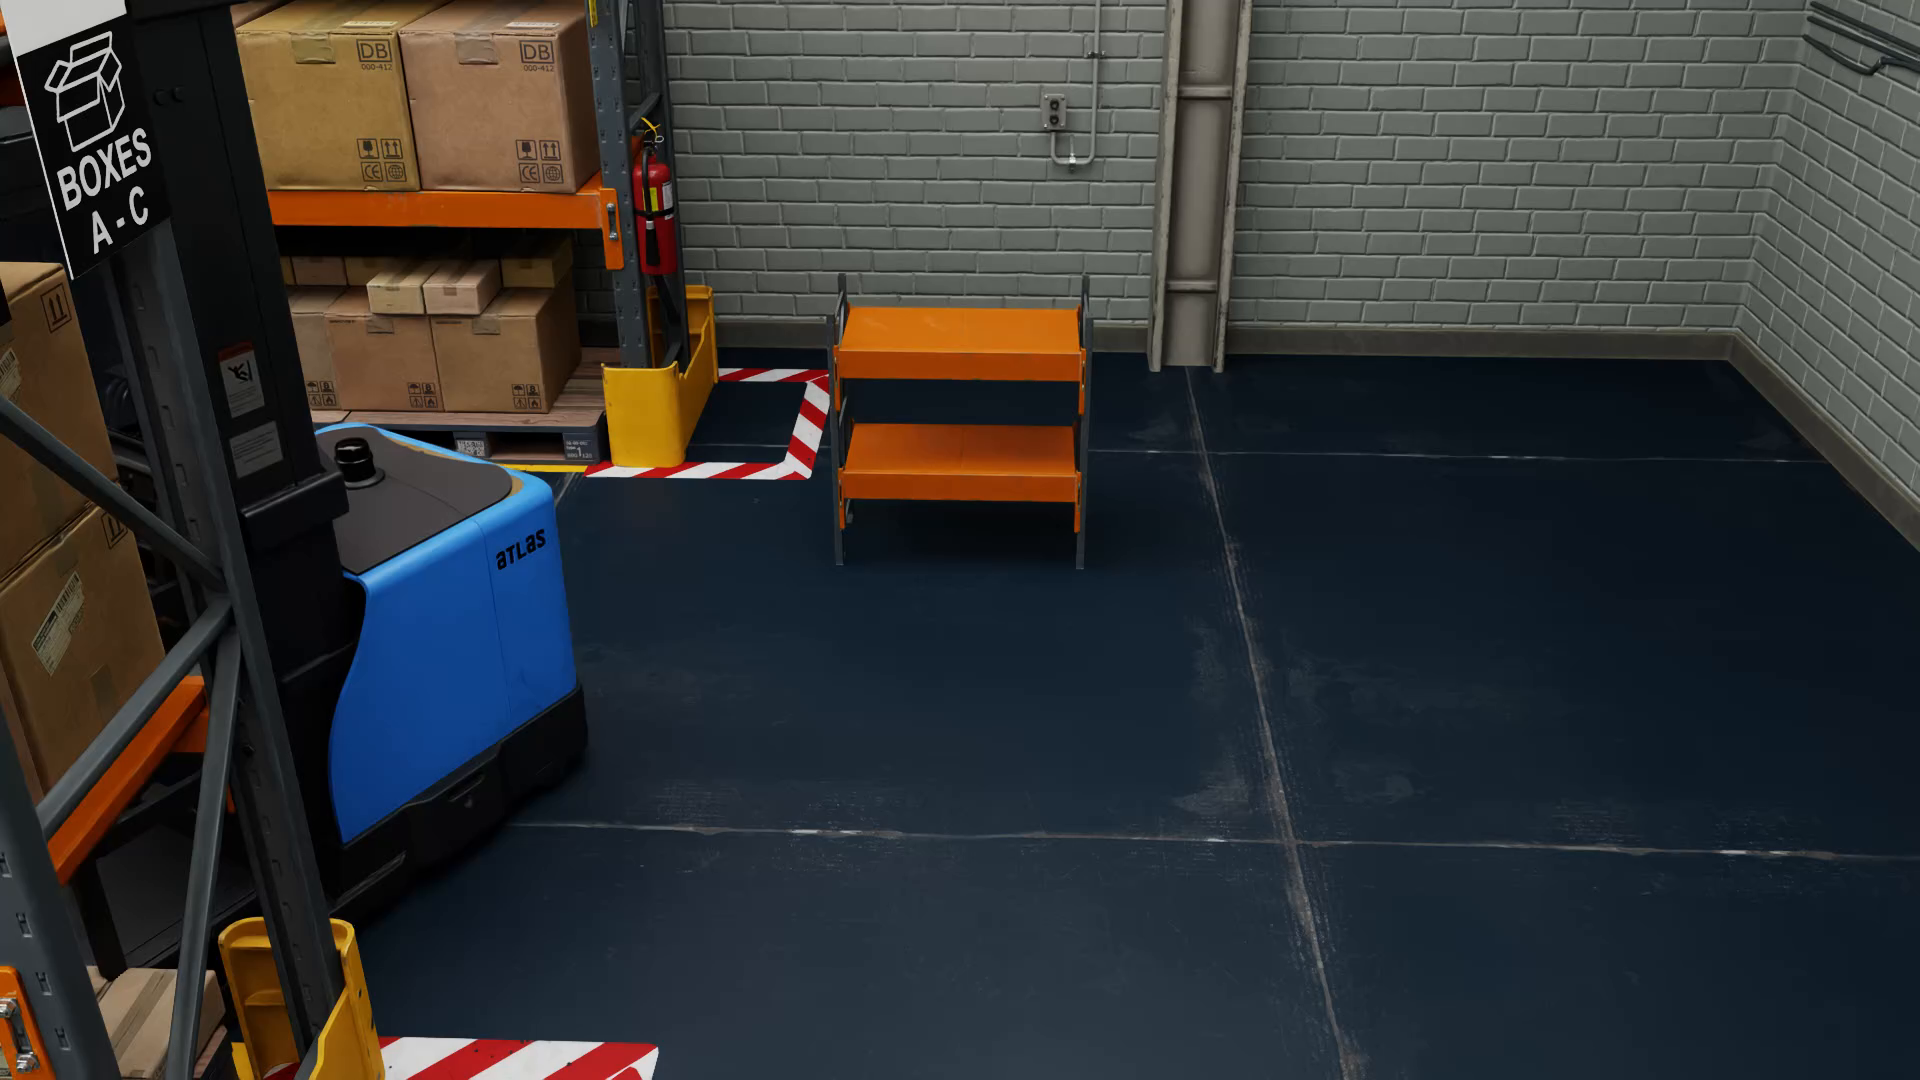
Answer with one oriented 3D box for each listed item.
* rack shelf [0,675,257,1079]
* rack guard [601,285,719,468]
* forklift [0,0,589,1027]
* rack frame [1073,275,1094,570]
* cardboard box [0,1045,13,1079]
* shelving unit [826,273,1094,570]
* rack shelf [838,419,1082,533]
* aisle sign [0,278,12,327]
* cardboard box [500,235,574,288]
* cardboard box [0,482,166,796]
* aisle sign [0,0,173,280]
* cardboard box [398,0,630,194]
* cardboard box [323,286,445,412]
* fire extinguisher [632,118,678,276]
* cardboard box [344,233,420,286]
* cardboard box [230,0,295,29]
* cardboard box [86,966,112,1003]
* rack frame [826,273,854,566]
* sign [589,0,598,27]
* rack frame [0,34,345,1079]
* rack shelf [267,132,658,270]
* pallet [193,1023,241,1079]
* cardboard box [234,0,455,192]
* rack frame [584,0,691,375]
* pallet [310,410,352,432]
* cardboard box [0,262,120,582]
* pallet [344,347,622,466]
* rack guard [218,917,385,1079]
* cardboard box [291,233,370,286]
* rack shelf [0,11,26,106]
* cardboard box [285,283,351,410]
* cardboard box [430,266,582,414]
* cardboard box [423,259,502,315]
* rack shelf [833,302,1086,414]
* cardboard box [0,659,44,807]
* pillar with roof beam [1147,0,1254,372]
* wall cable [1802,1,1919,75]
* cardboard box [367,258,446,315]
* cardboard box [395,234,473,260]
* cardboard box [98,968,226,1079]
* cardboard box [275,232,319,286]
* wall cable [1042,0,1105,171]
[{"bbox_3d":[-3.670,0.660,3.570,4.000,0.370,1.077,1,28,2],"label":"rack shelf"},{"bbox_3d":[-1.476,-0.838,8.298,0.348,0.500,1.175,1,28,2],"label":"rack guard"},{"bbox_3d":[-2.488,-0.067,4.247,1.130,2.935,3.031,16,32,27],"label":"forklift"},{"bbox_3d":[0.515,-0.488,6.970,0.032,1.125,0.500,1,28,2],"label":"rack frame"},{"bbox_3d":[-2.223,1.392,3.621,0.500,0.500,0.500,1,28,2],"label":"cardboard box"},{"bbox_3d":[0.007,-0.497,6.986,1.048,1.125,0.538,1,28,2],"label":"shelving unit"},{"bbox_3d":[0.007,-0.281,7.101,1.000,0.278,0.538,1,28,2],"label":"rack shelf"},{"bbox_3d":[-1.614,-0.629,2.458,0.004,0.787,0.394,1,28,2],"label":"aisle sign"},{"bbox_3d":[-2.071,-1.367,8.155,0.250,0.149,0.380,1,28,2],"label":"cardboard box"},{"bbox_3d":[-2.105,0.201,3.562,0.500,0.500,0.500,2,28,3],"label":"cardboard box"},{"bbox_3d":[-1.593,-0.909,2.987,0.004,0.787,0.394,1,28,2],"label":"aisle sign"},{"bbox_3d":[-2.010,-2.080,7.650,0.700,0.700,0.980,2,28,4],"label":"cardboard box"},{"bbox_3d":[-2.703,-0.997,8.149,0.500,0.500,0.700,1,28,2],"label":"cardboard box"},{"bbox_3d":[-1.366,-1.526,7.407,0.183,0.674,0.296,1,28,2],"label":"fire extinguisher"},{"bbox_3d":[-2.828,-1.380,8.178,0.250,0.149,0.380,1,28,2],"label":"cardboard box"},{"bbox_3d":[-3.499,-2.103,7.695,0.700,0.700,0.980,0,28,-1],"label":"cardboard box"},{"bbox_3d":[-2.328,1.261,4.224,0.250,0.166,0.380,1,28,2],"label":"cardboard box"},{"bbox_3d":[-0.501,-0.505,7.002,0.032,1.125,0.500,1,28,2],"label":"rack frame"},{"bbox_3d":[-1.533,-2.306,6.908,0.005,0.325,0.100,1,28,2],"label":"sign"},{"bbox_3d":[-1.671,0.374,3.342,0.053,2.616,0.949,1,28,2],"label":"rack frame"},{"bbox_3d":[-3.499,-1.659,7.944,4.000,0.370,1.077,1,28,2],"label":"rack shelf"},{"bbox_3d":[-2.544,1.594,4.019,1.213,0.211,1.003,1,28,2],"label":"pallet"},{"bbox_3d":[-2.738,-2.086,7.663,0.700,0.700,0.980,1,28,1],"label":"cardboard box"},{"bbox_3d":[-1.500,-1.943,7.713,0.127,3.000,1.000,1,28,2],"label":"rack frame"},{"bbox_3d":[-3.518,-0.709,8.363,1.213,0.211,1.003,1,28,2],"label":"pallet"},{"bbox_3d":[-2.105,-0.241,3.328,0.500,0.500,0.500,2,28,3],"label":"cardboard box"},{"bbox_3d":[-2.302,-0.688,8.322,1.213,0.211,1.003,1,28,2],"label":"pallet"},{"bbox_3d":[-1.747,1.479,3.927,0.348,0.500,1.175,1,28,2],"label":"rack guard"},{"bbox_3d":[-3.082,-1.384,8.185,0.250,0.149,0.380,1,28,3],"label":"cardboard box"},{"bbox_3d":[-3.670,-0.665,2.867,4.000,0.370,1.077,1,28,2],"label":"rack shelf"},{"bbox_3d":[-3.206,-1.005,8.165,0.500,0.500,0.700,0,28,0],"label":"cardboard box"},{"bbox_3d":[-2.203,-0.989,8.134,0.500,0.500,0.700,1,28,2],"label":"cardboard box"},{"bbox_3d":[-2.338,-1.193,7.825,0.250,0.149,0.380,1,28,1],"label":"cardboard box"},{"bbox_3d":[0.007,-0.755,6.849,1.000,0.278,0.538,1,28,2],"label":"rack shelf"},{"bbox_3d":[-2.129,0.451,3.089,0.500,0.500,0.500,2,28,3],"label":"cardboard box"},{"bbox_3d":[1.077,-2.939,3.187,0.400,9.000,9.100,1,28,2],"label":"pillar with roof beam"},{"bbox_3d":[4.140,-2.961,6.544,0.112,2.526,3.097,1,28,2],"label":"wall cable"},{"bbox_3d":[-2.594,-1.197,7.832,0.250,0.149,0.380,2,28,3],"label":"cardboard box"},{"bbox_3d":[-2.578,-1.375,8.170,0.250,0.149,0.380,1,28,2],"label":"cardboard box"},{"bbox_3d":[-2.078,1.273,4.220,0.250,0.149,0.380,1,28,2],"label":"cardboard box"},{"bbox_3d":[-3.338,-1.387,8.193,0.250,0.149,0.380,1,28,2],"label":"cardboard box"},{"bbox_3d":[-0.187,-2.814,8.271,1.851,1.984,0.084,1,28,2],"label":"wall cable"}]
